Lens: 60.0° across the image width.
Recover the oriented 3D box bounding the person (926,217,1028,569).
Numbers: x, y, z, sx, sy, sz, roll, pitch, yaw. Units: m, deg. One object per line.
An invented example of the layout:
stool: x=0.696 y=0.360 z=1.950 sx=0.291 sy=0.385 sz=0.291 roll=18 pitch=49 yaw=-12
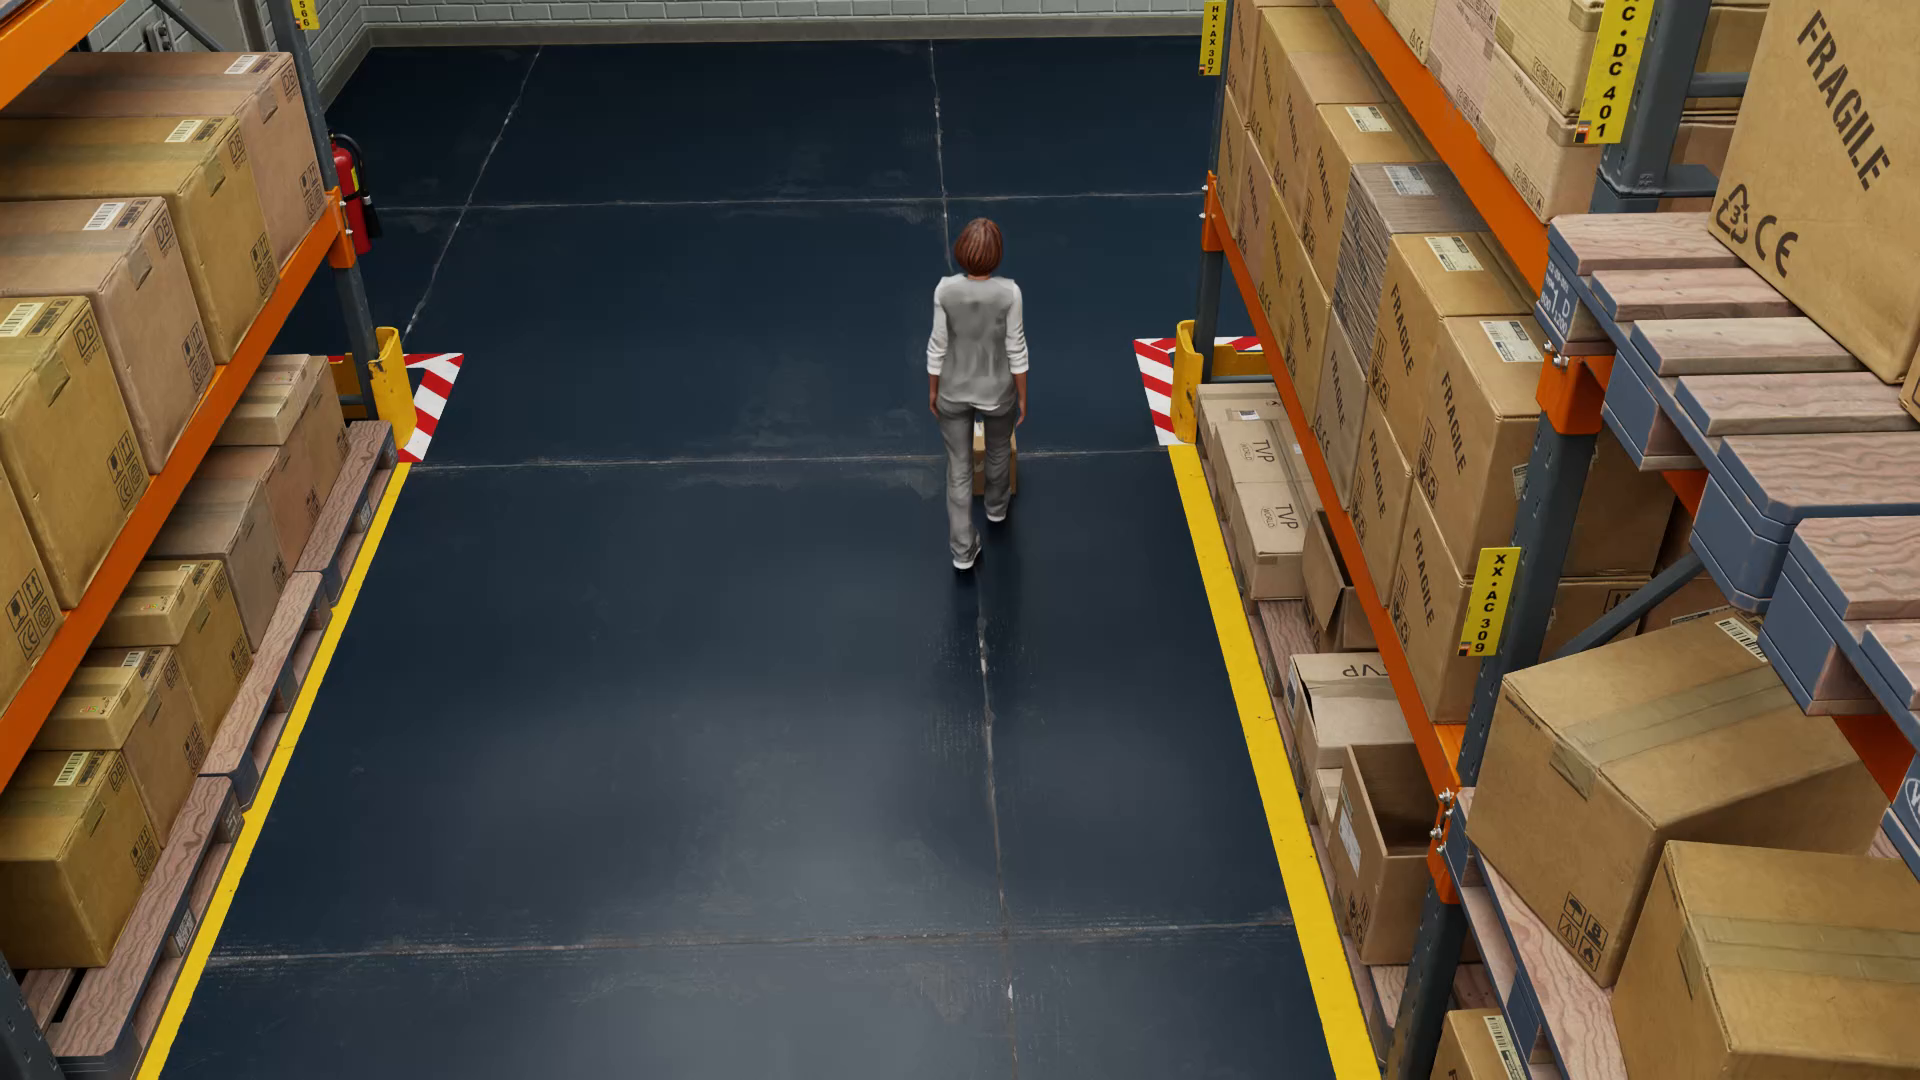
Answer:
person: x=0.079 y=-0.674 z=7.085 sx=0.426 sy=1.588 sz=0.679 roll=2 pitch=36 yaw=3
